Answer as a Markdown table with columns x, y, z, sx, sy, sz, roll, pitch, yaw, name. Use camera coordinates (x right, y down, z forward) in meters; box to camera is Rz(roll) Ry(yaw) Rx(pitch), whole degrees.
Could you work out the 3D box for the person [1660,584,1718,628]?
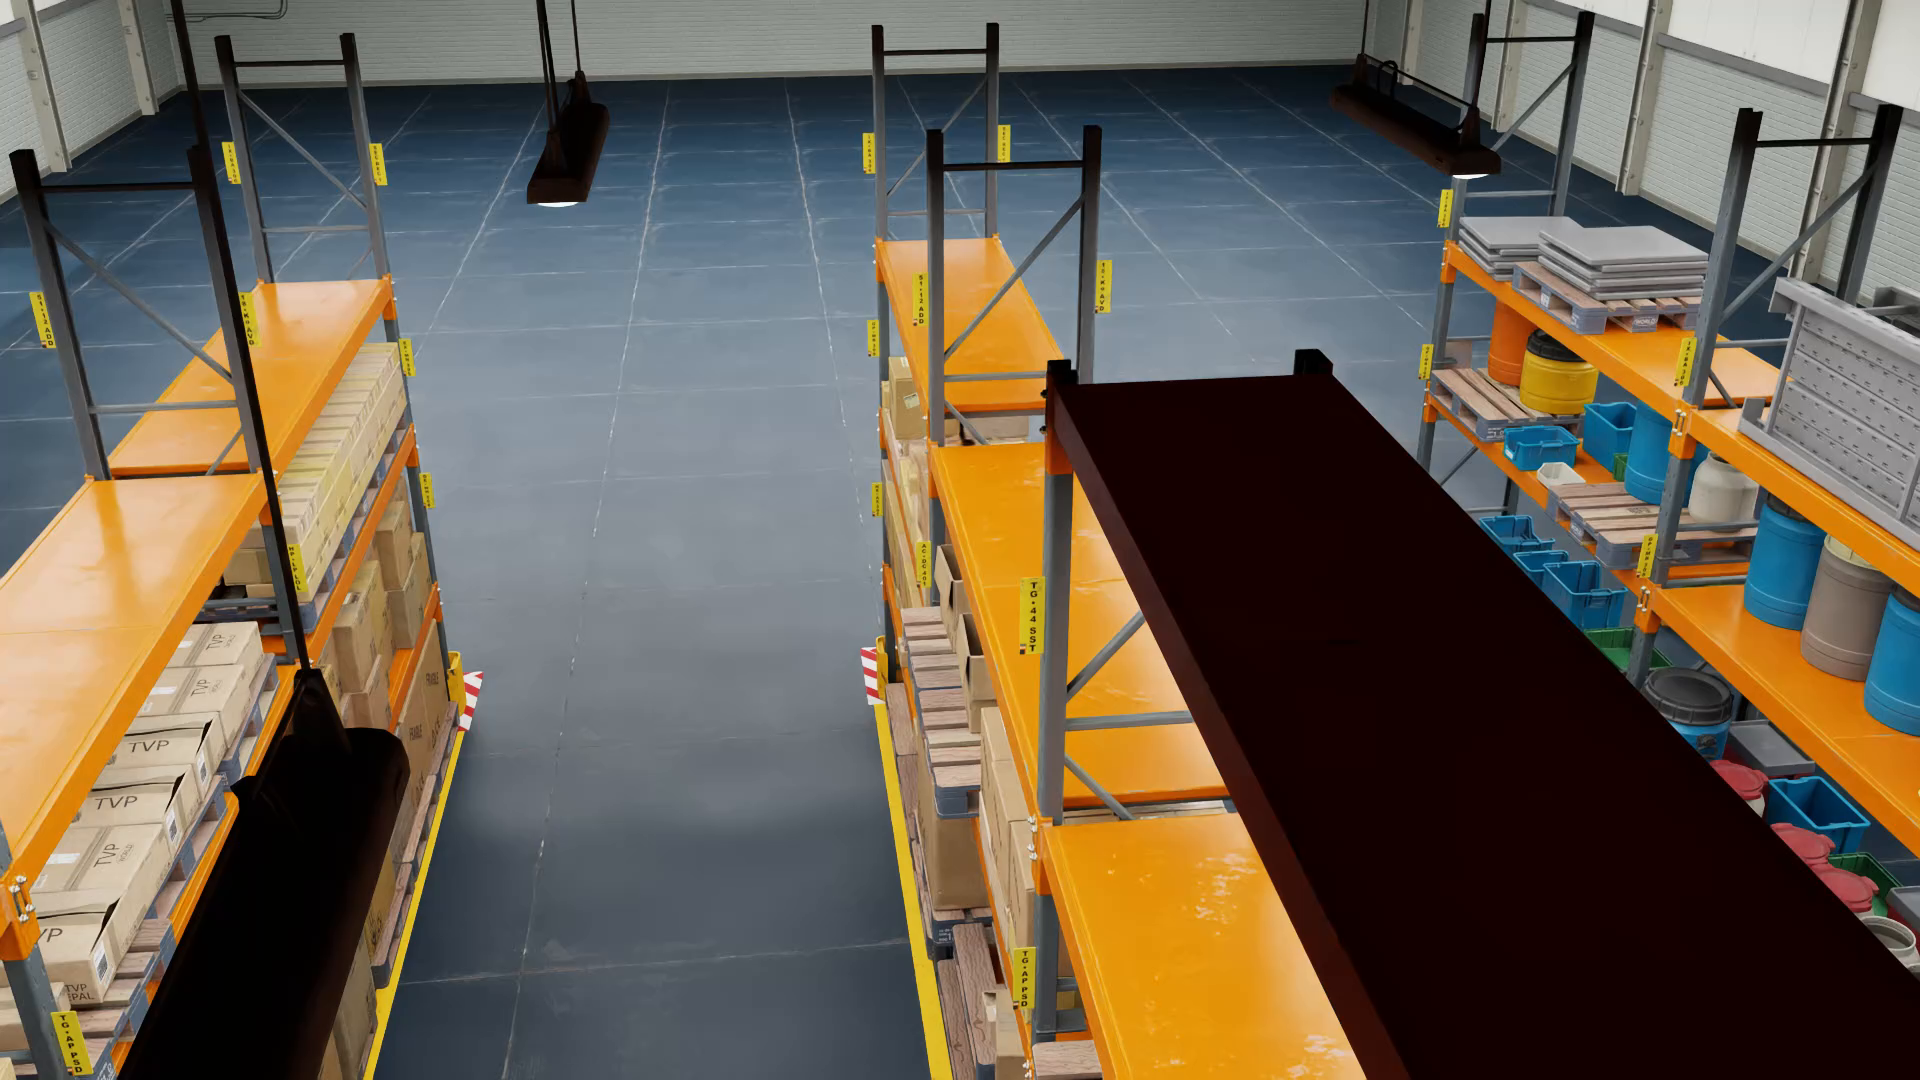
| x | y | z | sx | sy | sz | roll | pitch | yaw | name |
| --- | --- | --- | --- | --- | --- | --- | --- | --- | --- |
| 7.331 | 0.194 | 16.055 | 0.933 | 1.756 | 0.543 | 17 | 30 | 31 | person |
